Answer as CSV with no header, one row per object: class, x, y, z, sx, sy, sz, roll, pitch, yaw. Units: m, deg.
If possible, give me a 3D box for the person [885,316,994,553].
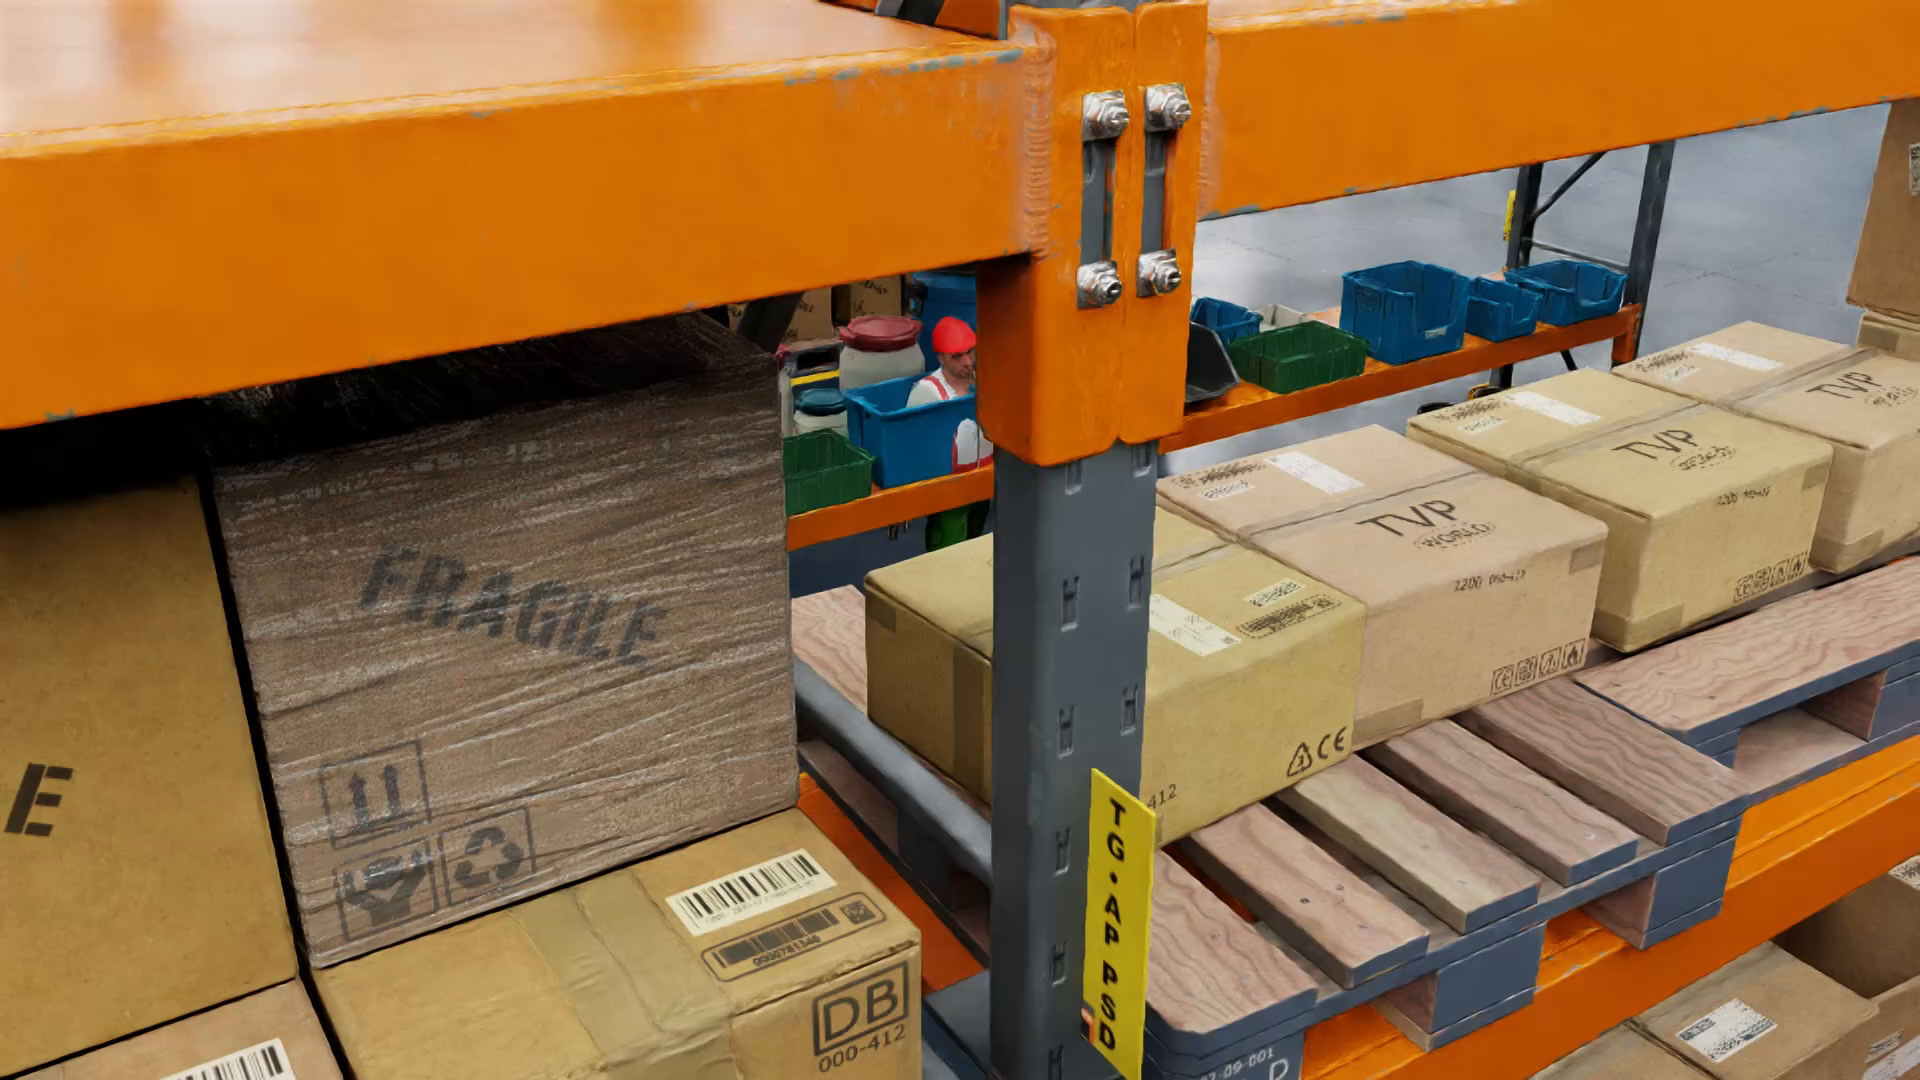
person,-0.012,-0.205,7.976,0.630,1.790,0.717,21,32,38
